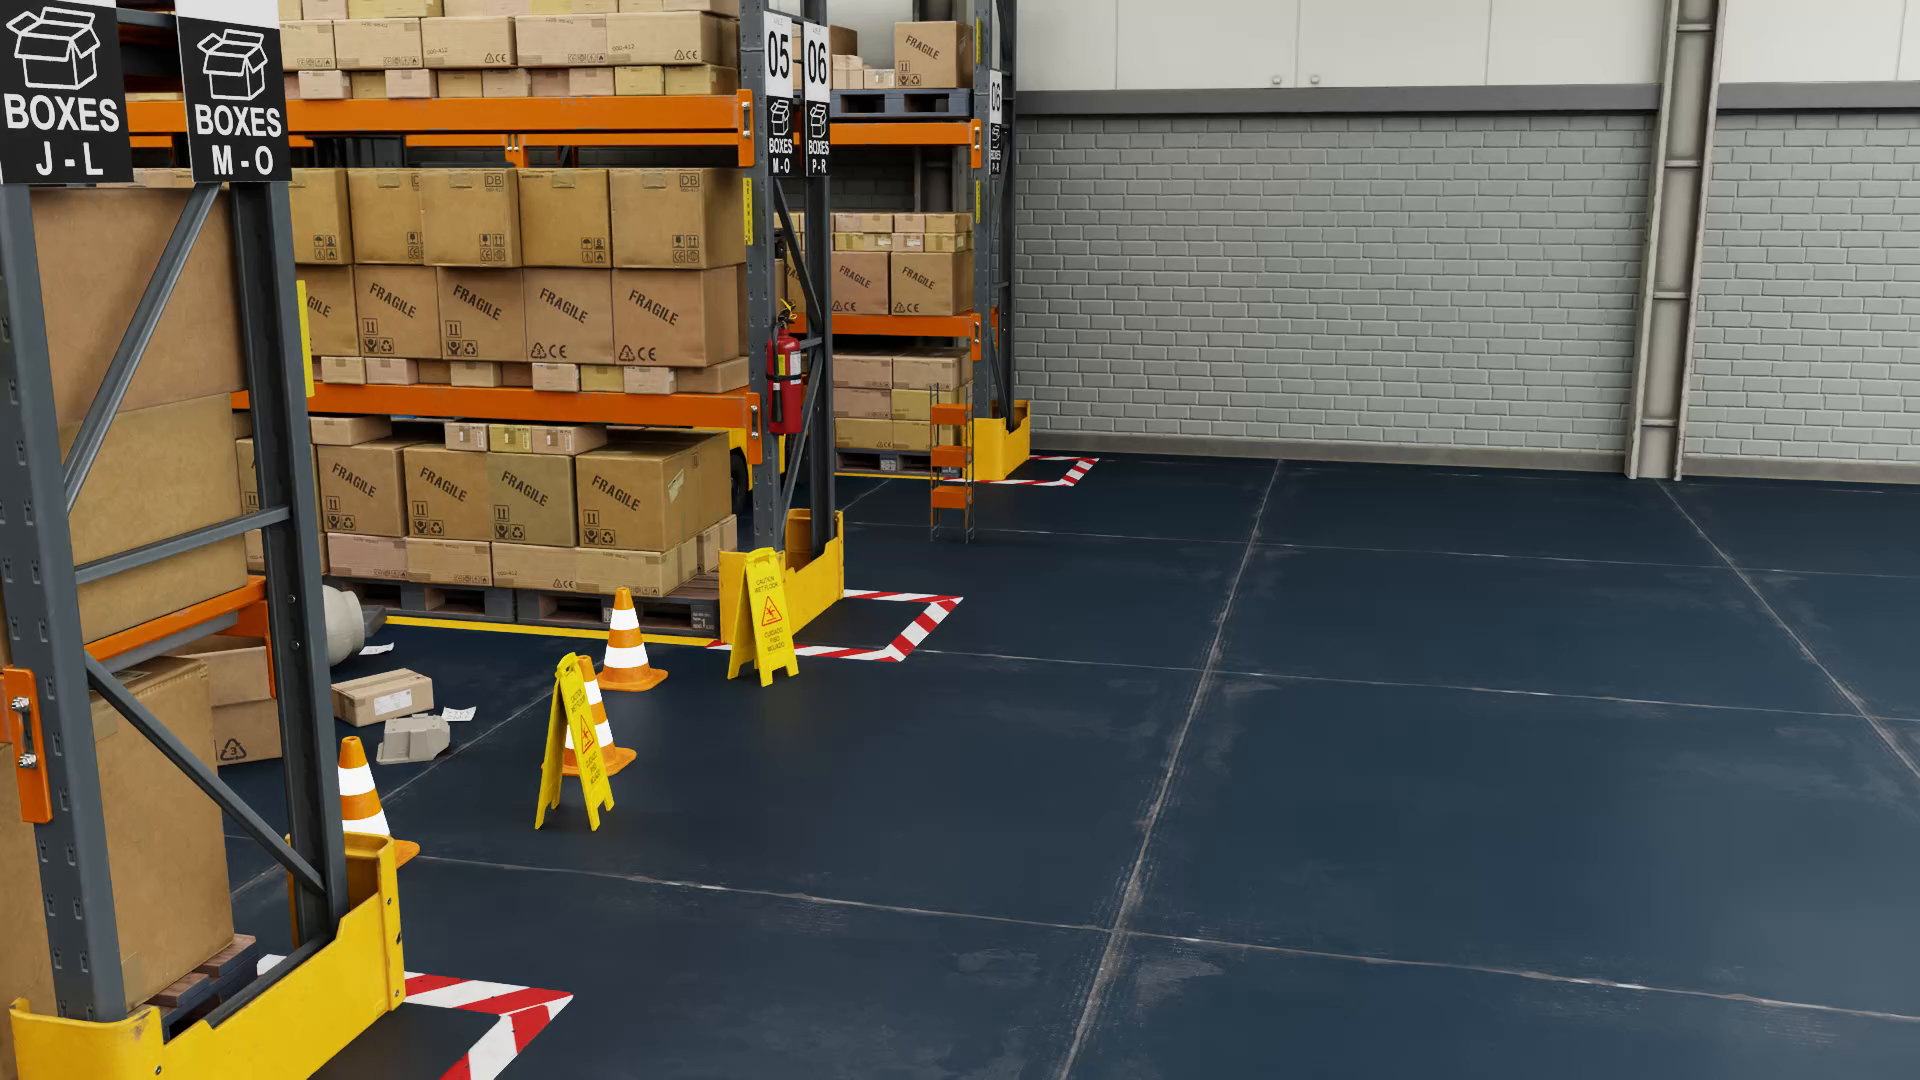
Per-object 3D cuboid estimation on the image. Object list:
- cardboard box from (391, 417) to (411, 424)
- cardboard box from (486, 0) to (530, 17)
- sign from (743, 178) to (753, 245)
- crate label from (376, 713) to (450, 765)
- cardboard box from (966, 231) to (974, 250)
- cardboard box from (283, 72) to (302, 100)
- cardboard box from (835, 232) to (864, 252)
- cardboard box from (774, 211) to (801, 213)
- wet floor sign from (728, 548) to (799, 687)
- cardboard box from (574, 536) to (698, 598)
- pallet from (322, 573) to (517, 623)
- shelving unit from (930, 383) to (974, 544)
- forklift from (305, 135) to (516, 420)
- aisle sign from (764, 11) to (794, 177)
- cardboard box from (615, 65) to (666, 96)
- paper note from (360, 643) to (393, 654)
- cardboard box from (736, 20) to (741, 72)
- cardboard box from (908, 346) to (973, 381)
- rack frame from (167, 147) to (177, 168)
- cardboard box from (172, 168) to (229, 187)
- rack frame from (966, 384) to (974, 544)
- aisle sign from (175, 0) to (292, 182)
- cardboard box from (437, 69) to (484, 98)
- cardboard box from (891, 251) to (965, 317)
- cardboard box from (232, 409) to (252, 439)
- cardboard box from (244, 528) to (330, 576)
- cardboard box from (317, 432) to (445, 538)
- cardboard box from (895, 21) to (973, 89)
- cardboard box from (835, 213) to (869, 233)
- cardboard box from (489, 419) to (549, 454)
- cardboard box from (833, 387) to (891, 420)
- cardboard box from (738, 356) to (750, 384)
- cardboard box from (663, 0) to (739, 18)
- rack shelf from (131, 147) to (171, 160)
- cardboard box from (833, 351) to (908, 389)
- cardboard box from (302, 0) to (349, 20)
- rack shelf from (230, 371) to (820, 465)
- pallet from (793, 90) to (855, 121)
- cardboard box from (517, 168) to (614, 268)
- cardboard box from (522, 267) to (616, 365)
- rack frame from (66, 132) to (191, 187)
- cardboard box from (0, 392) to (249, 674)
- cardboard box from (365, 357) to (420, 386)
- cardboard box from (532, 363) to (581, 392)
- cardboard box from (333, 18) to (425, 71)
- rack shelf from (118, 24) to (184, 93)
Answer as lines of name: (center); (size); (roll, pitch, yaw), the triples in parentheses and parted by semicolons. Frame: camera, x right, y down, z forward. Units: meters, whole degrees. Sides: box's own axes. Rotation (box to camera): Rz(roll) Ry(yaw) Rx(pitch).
cardboard box: (-3.650, -0.463, 10.041); (0.500, 0.500, 0.500); (3, 13, 15)
cardboard box: (-2.261, -2.782, 8.662); (0.250, 0.149, 0.380); (3, 13, 14)
sign: (-1.052, -1.630, 8.254); (0.005, 0.325, 0.100); (3, 13, 14)
crate label: (-2.340, 0.843, 7.117); (0.298, 0.136, 0.250); (-4, 13, -16)
cardboard box: (0.019, -2.508, 13.885); (0.250, 0.149, 0.380); (3, 13, 12)
cardboard box: (-3.541, -2.456, 9.031); (0.250, 0.149, 0.380); (3, 13, 12)
cardboard box: (-0.848, -2.444, 13.595); (0.250, 0.149, 0.380); (3, 13, 13)
cardboard box: (-1.483, -2.730, 14.198); (0.250, 0.149, 0.380); (3, 13, 14)
wet floor sign: (-0.971, 0.358, 8.132); (0.232, 0.644, 0.267); (8, 15, 33)
cardboard box: (-1.772, 0.124, 9.127); (0.500, 0.250, 0.500); (3, 13, 13)
pallet: (-2.934, 0.217, 9.766); (1.213, 0.211, 1.003); (3, 13, 14)
shelving unit: (-0.052, -0.515, 11.133); (0.252, 1.050, 0.215); (3, 13, 14)
forklift: (-4.024, -1.852, 12.814); (3.031, 2.935, 1.130); (-11, 17, -41)
aisle sign: (-0.909, -2.232, 8.364); (0.004, 0.787, 0.394); (3, 13, 14)
cardboard box: (-1.562, -2.334, 8.483); (0.250, 0.149, 0.380); (3, 13, 14)
paper note: (-3.026, 0.562, 8.628); (0.148, 0.019, 0.142); (-1, 13, -6)
cardboard box: (-1.324, -2.645, 8.965); (0.500, 0.250, 0.500); (3, 13, 13)
cardboard box: (-0.135, -1.486, 14.077); (0.500, 0.250, 0.500); (3, 13, 13)
rack frame: (-7.481, -2.486, 15.512); (0.127, 3.000, 1.000); (3, 13, 14)
cardboard box: (-3.917, -1.817, 9.271); (0.500, 0.500, 0.700); (3, 13, 14)
rack frame: (0.066, -0.509, 11.104); (0.008, 1.050, 0.200); (3, 13, 14)
aisle sign: (-1.846, -1.309, 4.206); (0.004, 0.787, 0.394); (3, 13, 14)
cardboard box: (-2.549, -2.400, 8.782); (0.250, 0.149, 0.380); (3, 13, 12)
cardboard box: (-0.254, -2.090, 13.496); (0.500, 0.500, 0.500); (3, 13, 12)
cardboard box: (-4.168, -0.673, 9.492); (0.250, 0.149, 0.380); (3, 13, 14)
cardboard box: (-3.754, 0.016, 9.615); (0.500, 0.250, 0.500); (4, 13, 17)
cardboard box: (-3.249, -0.323, 9.411); (0.500, 0.500, 0.500); (4, 13, 16)
cardboard box: (-0.202, -3.809, 13.122); (0.500, 0.500, 0.500); (3, 13, 15)
cardboard box: (-0.843, -2.598, 13.604); (0.250, 0.149, 0.380); (3, 13, 14)
cardboard box: (-2.355, -0.577, 9.061); (0.250, 0.149, 0.380); (3, 13, 14)
cardboard box: (-0.745, -1.165, 13.784); (0.500, 0.250, 0.500); (3, 13, 13)
cardboard box: (-1.179, -0.965, 9.238); (0.250, 0.149, 0.380); (3, 13, 14)
cardboard box: (-1.298, -2.713, 8.351); (0.250, 0.149, 0.380); (3, 13, 14)
rack shelf: (-9.422, -3.703, 15.733); (4.000, 0.370, 1.077); (3, 13, 14)
cardboard box: (-0.733, -1.405, 13.711); (0.500, 0.250, 0.500); (3, 13, 15)
cardboard box: (-3.278, -2.824, 8.851); (0.250, 0.149, 0.380); (3, 13, 13)
rack shelf: (-2.841, -0.779, 9.481); (4.000, 0.370, 1.077); (3, 13, 14)
pallet: (-1.582, -3.597, 13.799); (1.213, 0.211, 1.003); (3, 13, 14)
cardboard box: (-1.937, -1.717, 8.822); (0.500, 0.500, 0.700); (3, 13, 14)
cardboard box: (-1.977, -1.218, 8.880); (0.500, 0.500, 0.500); (3, 13, 14)
rack frame: (-4.783, -1.234, 9.871); (0.127, 3.000, 1.000); (3, 13, 14)
cardboard box: (-2.358, -0.063, 4.248); (0.550, 0.550, 0.875); (3, 13, 14)
cardboard box: (-3.063, -0.952, 9.180); (0.250, 0.149, 0.380); (3, 13, 13)
cardboard box: (-2.087, -0.893, 8.913); (0.250, 0.149, 0.380); (3, 13, 15)
cardboard box: (-2.944, -2.611, 8.810); (0.500, 0.250, 0.500); (3, 13, 14)
rack shelf: (-3.929, -1.197, 4.441); (4.000, 0.370, 1.077); (3, 13, 14)
